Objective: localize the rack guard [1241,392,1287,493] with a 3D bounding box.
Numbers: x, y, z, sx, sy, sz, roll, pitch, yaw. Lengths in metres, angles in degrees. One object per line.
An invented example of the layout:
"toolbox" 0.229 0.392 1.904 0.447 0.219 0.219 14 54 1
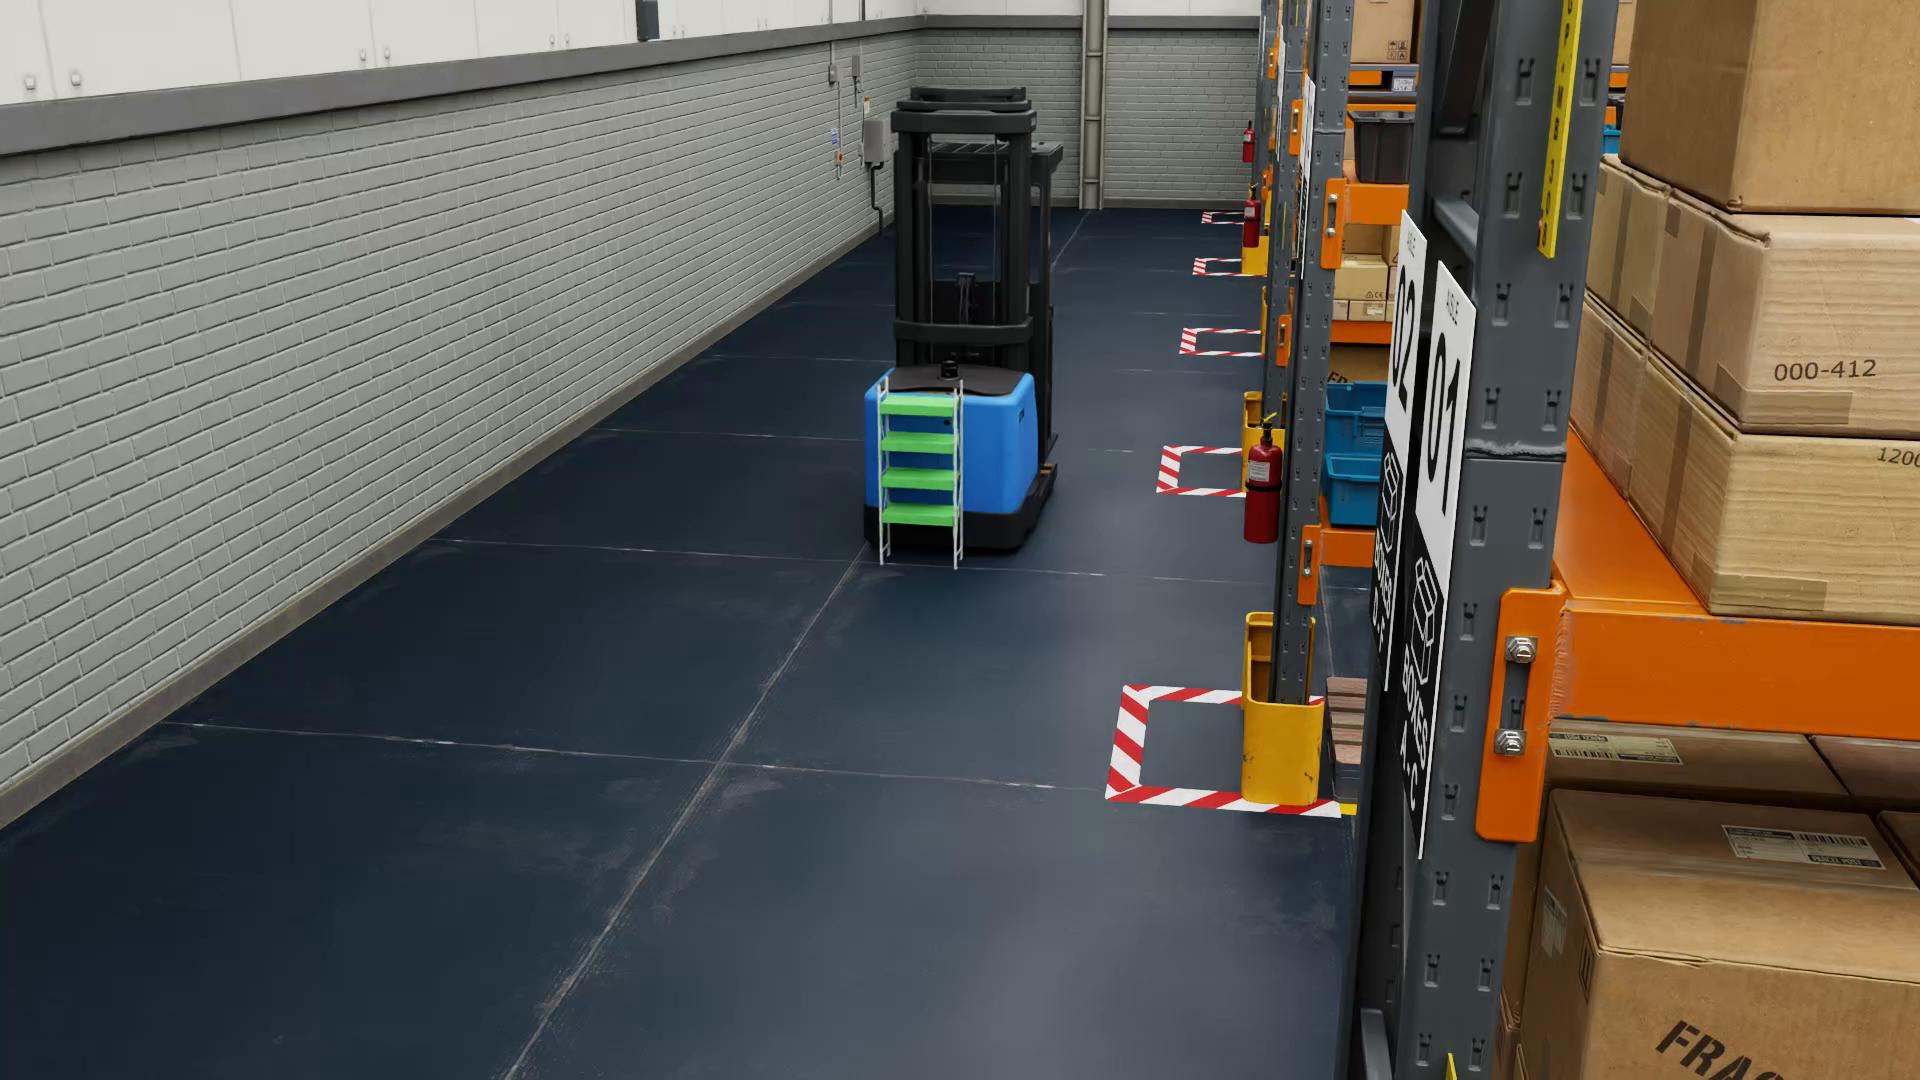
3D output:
"rack guard" 2.351 -0.756 12.776 0.348 0.500 1.175 3 19 9

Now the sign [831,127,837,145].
"sign" -1.693 -5.438 22.402 0.001 0.218 0.327 3 19 9

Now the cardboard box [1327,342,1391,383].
"cardboard box" 3.019 -1.125 12.625 0.875 0.875 0.875 3 19 9

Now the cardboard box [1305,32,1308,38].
"cardboard box" 5.271 -7.810 25.586 0.250 0.149 0.380 3 19 10

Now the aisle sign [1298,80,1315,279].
"aisle sign" 1.471 -1.532 7.058 0.004 0.787 0.394 3 19 9

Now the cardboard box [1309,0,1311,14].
"cardboard box" 3.636 -5.342 16.635 0.250 0.149 0.380 3 19 8

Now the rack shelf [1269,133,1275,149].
"rack shelf" 6.705 -6.159 26.116 4.000 0.370 1.077 3 19 9

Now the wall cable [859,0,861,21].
"wall cable" -1.593 -8.324 21.998 0.029 3.000 2.355 3 19 9

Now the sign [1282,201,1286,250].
"sign" 2.280 -2.215 11.707 0.005 0.325 0.100 3 19 9

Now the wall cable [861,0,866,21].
"wall cable" -1.114 -9.212 24.595 0.133 3.039 2.988 3 19 9

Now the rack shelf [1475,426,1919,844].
"rack shelf" 2.774 0.182 2.438 4.000 0.370 1.077 3 19 9

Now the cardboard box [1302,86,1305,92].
"cardboard box" 4.253 -5.770 21.065 0.250 0.149 0.380 3 19 10

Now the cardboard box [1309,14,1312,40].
"cardboard box" 3.663 -4.974 16.162 0.500 0.250 0.500 3 19 10

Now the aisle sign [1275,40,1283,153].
"aisle sign" 2.351 -3.271 12.255 0.004 0.787 0.394 3 19 9

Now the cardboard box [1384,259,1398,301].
"cardboard box" 3.320 -1.878 11.955 0.500 0.250 0.500 3 19 8

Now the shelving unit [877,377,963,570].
"shelving unit" -0.251 -0.425 10.682 0.503 1.200 0.258 3 19 10

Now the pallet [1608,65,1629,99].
"pallet" 4.317 -3.226 11.631 1.213 0.211 1.003 3 19 9

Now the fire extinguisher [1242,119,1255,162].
"fire extinguisher" 4.511 -6.250 25.963 0.183 0.674 0.296 3 19 9

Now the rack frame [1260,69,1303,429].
"rack frame" 2.374 -1.941 12.376 0.127 3.000 1.000 3 19 9

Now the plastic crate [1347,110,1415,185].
"plastic crate" 1.925 -1.643 6.964 0.590 0.269 0.497 3 19 9

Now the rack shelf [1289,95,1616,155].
"rack shelf" 4.349 -2.921 11.713 4.000 0.370 1.077 3 19 9

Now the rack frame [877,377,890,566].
"rack frame" -0.491 -0.439 10.723 0.015 1.200 0.240 3 19 10

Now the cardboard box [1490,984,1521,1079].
"cardboard box" 1.285 1.053 3.272 0.500 0.500 0.500 3 19 10

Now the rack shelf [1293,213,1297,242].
"rack shelf" 5.236 -3.048 16.818 4.000 0.370 1.077 3 19 9

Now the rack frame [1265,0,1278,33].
"rack frame" 3.946 -7.890 20.703 0.127 3.000 1.000 3 19 9

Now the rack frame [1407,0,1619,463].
"rack frame" 0.799 -1.682 2.149 0.127 3.000 1.000 3 19 9

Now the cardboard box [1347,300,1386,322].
"cardboard box" 2.926 -1.688 12.016 0.250 0.149 0.380 3 19 8

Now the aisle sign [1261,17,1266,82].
"aisle sign" 3.829 -6.191 20.981 0.004 0.787 0.394 3 19 9

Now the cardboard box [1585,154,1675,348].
"cardboard box" 1.347 -0.480 2.731 0.500 0.250 0.500 3 19 9

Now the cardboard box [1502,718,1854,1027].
"cardboard box" 1.282 0.577 3.117 0.500 0.500 0.500 3 19 8

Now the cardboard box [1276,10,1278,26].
"cardboard box" 5.212 -8.156 25.991 0.500 0.250 0.500 3 19 8

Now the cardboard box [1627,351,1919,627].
"cardboard box" 1.266 -0.083 2.333 0.500 0.250 0.500 3 19 9

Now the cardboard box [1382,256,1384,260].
"cardboard box" 3.396 -2.044 12.451 0.500 0.250 0.500 3 19 8

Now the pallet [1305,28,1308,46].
"pallet" 4.680 -6.392 21.091 1.213 0.211 1.003 3 19 9

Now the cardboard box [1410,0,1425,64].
"cardboard box" 3.433 -3.582 11.576 0.500 0.500 0.700 2 19 7

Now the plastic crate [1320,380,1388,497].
"plastic crate" 1.949 -0.476 7.847 0.499 0.435 0.616 3 19 9

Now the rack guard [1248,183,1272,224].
"rack guard" 4.805 -5.411 26.688 0.348 0.500 1.175 3 19 9

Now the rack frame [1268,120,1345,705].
"rack frame" 1.589 -0.389 7.738 0.127 3.000 1.000 3 19 9

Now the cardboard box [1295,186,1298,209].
"cardboard box" 5.319 -5.555 26.451 0.637 0.503 0.797 2 19 6

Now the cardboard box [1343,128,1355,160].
"cardboard box" 3.662 -4.046 16.467 0.500 0.500 0.500 3 19 8

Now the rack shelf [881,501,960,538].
"rack shelf" -0.251 -0.137 10.778 0.480 0.148 0.258 3 19 10

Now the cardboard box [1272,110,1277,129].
"cardboard box" 5.135 -6.563 25.959 0.500 0.250 0.500 3 19 9

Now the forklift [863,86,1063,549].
"forklift" 0.129 -1.760 11.945 1.130 2.935 3.031 3 19 10
